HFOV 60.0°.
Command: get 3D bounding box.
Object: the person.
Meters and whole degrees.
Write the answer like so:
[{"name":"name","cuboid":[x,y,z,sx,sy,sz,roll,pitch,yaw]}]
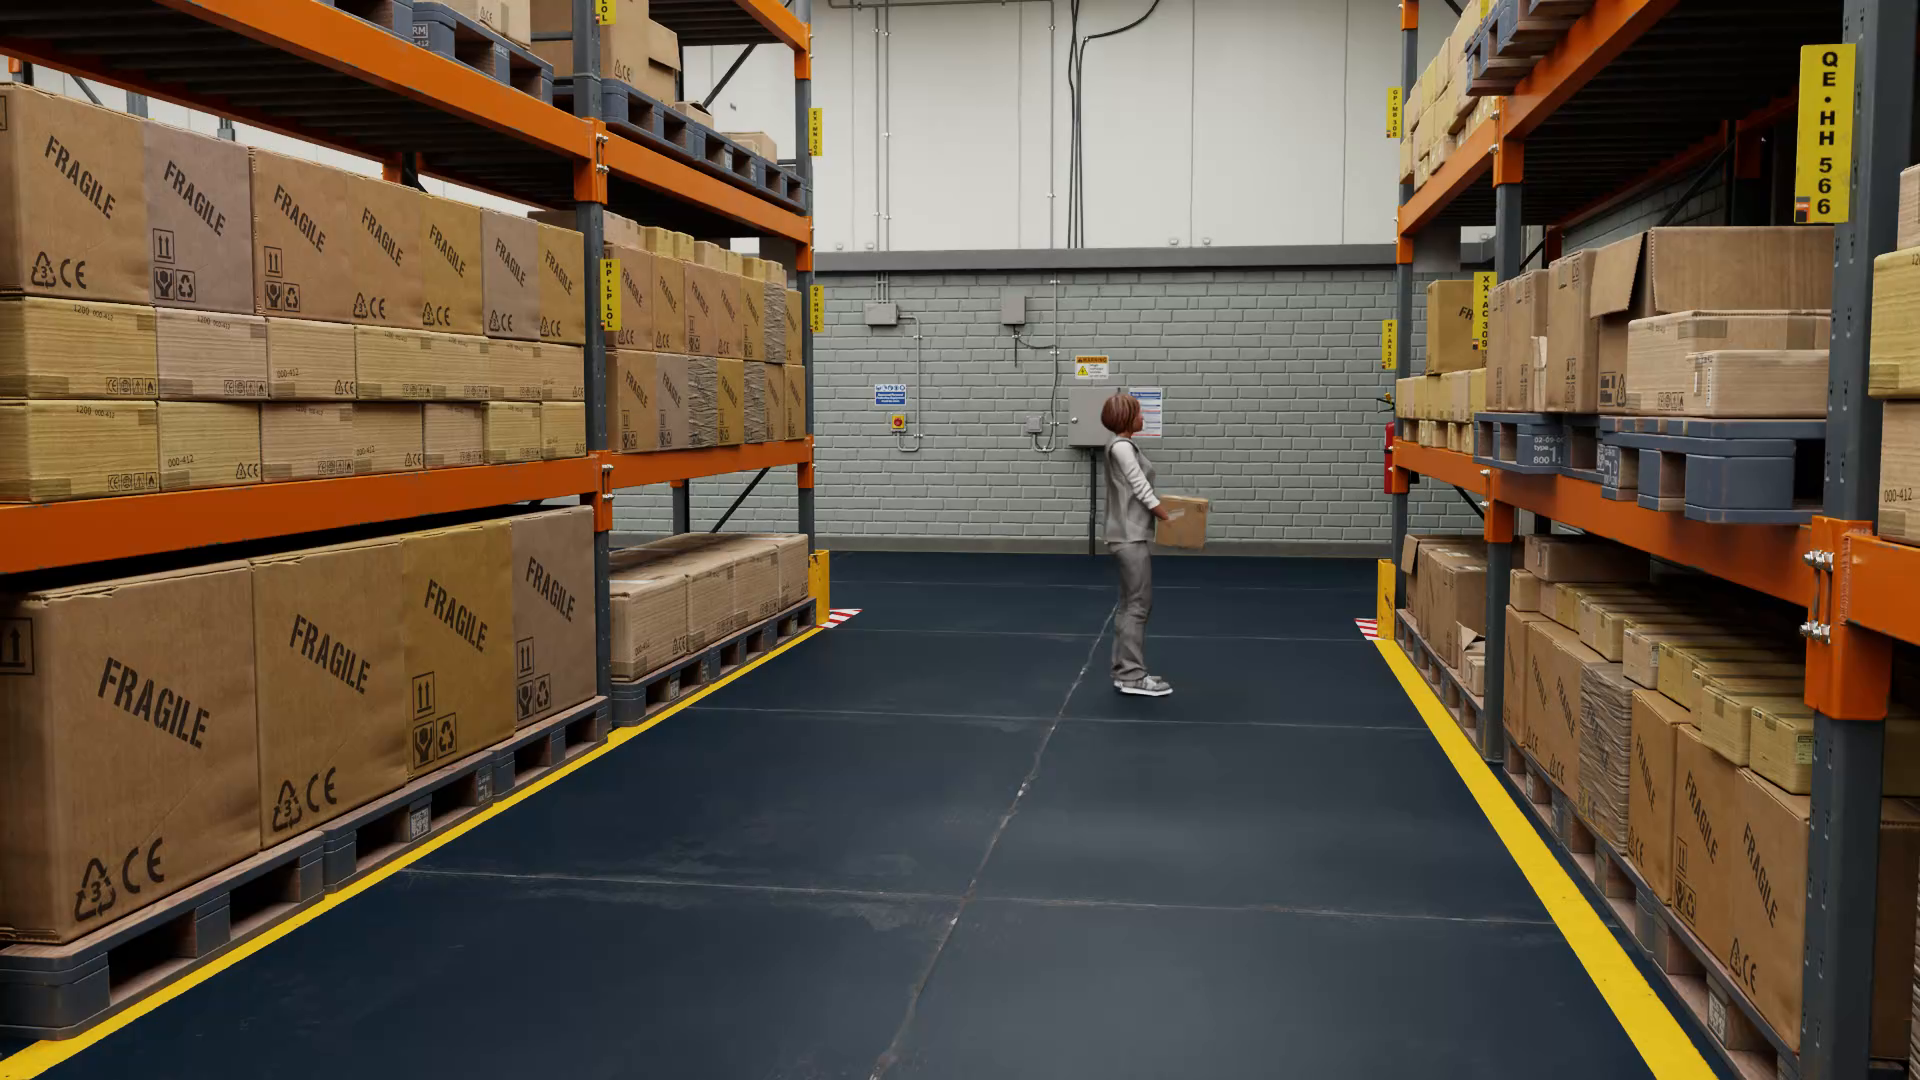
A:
[{"name":"person","cuboid":[0.986,0.018,8.908,0.473,1.593,0.428,0,5,1]}]
